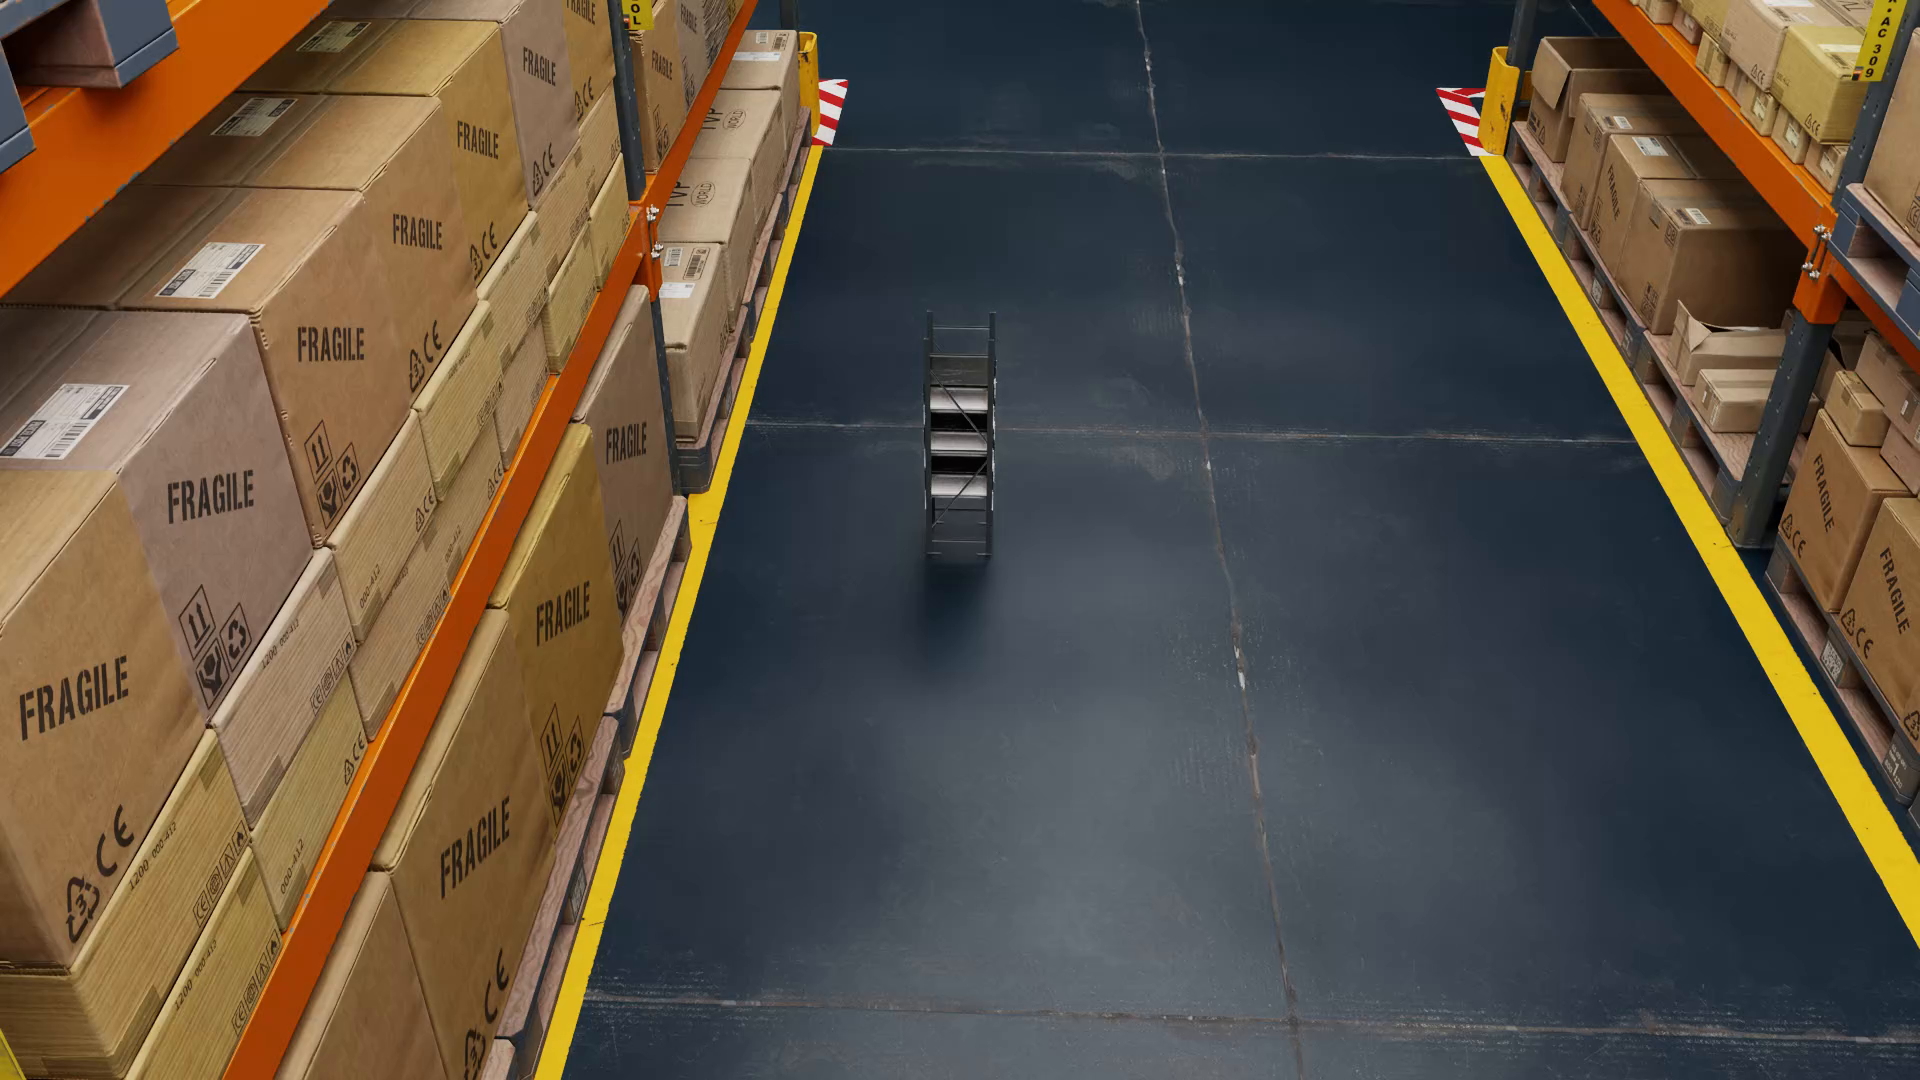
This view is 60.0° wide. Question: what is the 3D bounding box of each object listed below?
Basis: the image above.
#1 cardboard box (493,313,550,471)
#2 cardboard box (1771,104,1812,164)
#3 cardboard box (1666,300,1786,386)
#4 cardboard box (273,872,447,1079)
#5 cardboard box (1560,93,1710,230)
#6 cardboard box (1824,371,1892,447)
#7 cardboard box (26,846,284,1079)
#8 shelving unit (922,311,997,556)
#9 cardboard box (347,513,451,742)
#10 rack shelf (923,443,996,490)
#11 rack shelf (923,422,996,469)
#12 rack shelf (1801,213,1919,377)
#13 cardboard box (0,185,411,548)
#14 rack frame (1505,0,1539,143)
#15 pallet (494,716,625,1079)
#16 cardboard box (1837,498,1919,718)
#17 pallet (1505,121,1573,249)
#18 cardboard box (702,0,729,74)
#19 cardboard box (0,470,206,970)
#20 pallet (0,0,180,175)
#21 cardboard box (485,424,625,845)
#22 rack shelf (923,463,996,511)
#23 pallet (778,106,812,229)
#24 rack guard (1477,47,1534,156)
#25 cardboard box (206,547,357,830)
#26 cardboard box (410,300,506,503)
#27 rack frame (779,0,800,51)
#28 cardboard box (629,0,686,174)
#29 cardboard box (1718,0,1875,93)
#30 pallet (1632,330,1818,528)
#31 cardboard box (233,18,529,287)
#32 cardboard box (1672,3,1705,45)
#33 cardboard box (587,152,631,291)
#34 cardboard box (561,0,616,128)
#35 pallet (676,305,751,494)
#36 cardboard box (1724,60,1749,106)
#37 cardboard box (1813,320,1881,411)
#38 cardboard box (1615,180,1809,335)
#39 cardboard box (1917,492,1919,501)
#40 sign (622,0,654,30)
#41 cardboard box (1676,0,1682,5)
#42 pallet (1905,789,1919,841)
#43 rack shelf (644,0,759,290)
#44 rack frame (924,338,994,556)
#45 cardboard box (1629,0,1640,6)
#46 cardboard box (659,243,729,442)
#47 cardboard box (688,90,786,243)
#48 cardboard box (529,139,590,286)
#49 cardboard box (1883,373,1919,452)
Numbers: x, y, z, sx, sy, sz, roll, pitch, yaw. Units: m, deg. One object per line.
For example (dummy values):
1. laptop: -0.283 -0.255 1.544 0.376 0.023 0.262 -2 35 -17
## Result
1. cardboard box: -1.395 -0.420 4.369 0.500 0.250 0.500 0 35 1
2. cardboard box: 3.141 -1.451 5.924 0.380 0.149 0.250 2 35 3
3. cardboard box: 3.135 -0.799 6.791 0.396 0.266 0.258 3 35 4
4. cardboard box: -1.618 1.274 3.311 0.875 0.875 0.875 1 35 1
5. cardboard box: 3.360 -1.822 8.043 0.700 0.500 0.500 3 35 4
6. cardboard box: 3.112 -0.429 5.496 0.380 0.149 0.250 3 35 4
7. cardboard box: -1.458 0.757 2.694 0.500 0.250 0.500 1 35 1
8. shelving unit: 0.000 -0.373 5.998 0.258 0.900 0.210 1 35 2
9. cardboard box: -1.428 0.161 3.543 0.500 0.250 0.500 2 35 3
10. rack shelf: 0.000 -0.272 6.069 0.258 0.077 0.200 1 35 2
11. rack shelf: 0.000 -0.346 6.017 0.258 0.077 0.200 1 35 2
12. rack shelf: 3.311 0.229 3.941 1.077 0.370 4.000 1 35 2
13. cardboard box: -1.418 -0.338 3.166 0.500 0.500 0.500 2 35 3
14. rack frame: 3.552 -3.512 8.639 1.000 3.000 0.127 1 35 2
15. pallet: -1.570 0.962 4.698 1.003 0.211 1.213 1 35 2
16. cardboard box: 3.136 0.216 5.143 0.500 0.500 0.500 1 35 1
17. pallet: 3.518 -1.870 8.727 1.003 0.211 1.213 1 35 2
18. cardboard box: -1.237 -2.206 6.693 0.500 0.500 0.500 2 35 2
19. cardboard box: -1.465 0.244 2.338 0.500 0.500 0.500 0 35 0
20. pallet: -1.756 -0.550 1.979 1.213 0.211 1.003 3 35 4
21. cardboard box: -1.542 0.248 4.771 0.875 0.875 0.875 2 35 3
22. rack shelf: 0.000 -0.198 6.121 0.258 0.077 0.200 1 35 2
23. pallet: -1.361 -2.023 8.945 1.003 0.211 1.213 1 35 2
24. rack guard: 3.549 -2.446 9.296 1.175 0.500 0.348 1 35 2
25. cardboard box: -1.440 0.246 2.987 0.500 0.250 0.500 2 35 3
26. cardboard box: -1.374 -0.331 3.808 0.500 0.250 0.500 2 35 3
27. rack frame: -1.407 -3.625 8.799 1.000 3.000 0.127 1 35 2
28. cardboard box: -1.288 -1.631 5.875 0.500 0.500 0.500 2 35 3
29. cardboard box: 3.174 -1.861 6.161 0.500 0.250 0.500 1 35 2
30. pallet: 3.420 -0.468 6.732 1.003 0.211 1.213 1 35 2
31. cardboard box: -1.388 -0.926 4.002 0.500 0.500 0.500 2 35 3
32. cardboard box: 3.232 -2.187 6.971 0.380 0.149 0.250 1 35 2
33. cardboard box: -1.334 -1.002 5.197 0.500 0.250 0.500 1 35 1
34. cardboard box: -1.335 -1.514 4.839 0.500 0.500 0.500 2 35 3
35. pallet: -1.459 -0.621 6.950 1.003 0.211 1.213 1 35 2
36. cardboard box: 3.165 -1.751 6.351 0.380 0.149 0.250 2 35 3
37. cardboard box: 3.654 -0.660 6.554 0.500 0.311 0.500 3 35 4
38. cardboard box: 3.318 -1.226 7.194 0.700 0.500 0.500 0 35 0
39. cardboard box: 3.179 -0.120 5.057 0.380 0.149 0.250 0 35 -1
40. sign: -1.025 -1.761 5.209 0.100 0.325 0.005 1 35 2
41. cardboard box: 3.229 -2.443 6.989 0.500 0.250 0.500 0 35 1
42. pallet: 3.351 1.098 4.505 1.003 0.211 1.213 1 35 2
43. rack shelf: -1.488 -2.181 7.371 1.077 0.370 4.000 1 35 2
44. rack frame: -0.004 -0.314 5.915 0.240 0.900 0.006 1 35 2
45. cardboard box: 3.164 -2.488 7.400 0.380 0.149 0.250 0 35 1
46. cardboard box: -1.436 -0.808 6.655 0.875 0.438 0.875 1 35 1
47. cardboard box: -1.362 -1.841 8.124 0.875 0.438 0.875 2 35 3
48. cardboard box: -1.355 -0.924 4.651 0.500 0.250 0.500 2 35 3
49. cardboard box: 3.149 -0.400 5.196 0.380 0.149 0.250 0 35 0
